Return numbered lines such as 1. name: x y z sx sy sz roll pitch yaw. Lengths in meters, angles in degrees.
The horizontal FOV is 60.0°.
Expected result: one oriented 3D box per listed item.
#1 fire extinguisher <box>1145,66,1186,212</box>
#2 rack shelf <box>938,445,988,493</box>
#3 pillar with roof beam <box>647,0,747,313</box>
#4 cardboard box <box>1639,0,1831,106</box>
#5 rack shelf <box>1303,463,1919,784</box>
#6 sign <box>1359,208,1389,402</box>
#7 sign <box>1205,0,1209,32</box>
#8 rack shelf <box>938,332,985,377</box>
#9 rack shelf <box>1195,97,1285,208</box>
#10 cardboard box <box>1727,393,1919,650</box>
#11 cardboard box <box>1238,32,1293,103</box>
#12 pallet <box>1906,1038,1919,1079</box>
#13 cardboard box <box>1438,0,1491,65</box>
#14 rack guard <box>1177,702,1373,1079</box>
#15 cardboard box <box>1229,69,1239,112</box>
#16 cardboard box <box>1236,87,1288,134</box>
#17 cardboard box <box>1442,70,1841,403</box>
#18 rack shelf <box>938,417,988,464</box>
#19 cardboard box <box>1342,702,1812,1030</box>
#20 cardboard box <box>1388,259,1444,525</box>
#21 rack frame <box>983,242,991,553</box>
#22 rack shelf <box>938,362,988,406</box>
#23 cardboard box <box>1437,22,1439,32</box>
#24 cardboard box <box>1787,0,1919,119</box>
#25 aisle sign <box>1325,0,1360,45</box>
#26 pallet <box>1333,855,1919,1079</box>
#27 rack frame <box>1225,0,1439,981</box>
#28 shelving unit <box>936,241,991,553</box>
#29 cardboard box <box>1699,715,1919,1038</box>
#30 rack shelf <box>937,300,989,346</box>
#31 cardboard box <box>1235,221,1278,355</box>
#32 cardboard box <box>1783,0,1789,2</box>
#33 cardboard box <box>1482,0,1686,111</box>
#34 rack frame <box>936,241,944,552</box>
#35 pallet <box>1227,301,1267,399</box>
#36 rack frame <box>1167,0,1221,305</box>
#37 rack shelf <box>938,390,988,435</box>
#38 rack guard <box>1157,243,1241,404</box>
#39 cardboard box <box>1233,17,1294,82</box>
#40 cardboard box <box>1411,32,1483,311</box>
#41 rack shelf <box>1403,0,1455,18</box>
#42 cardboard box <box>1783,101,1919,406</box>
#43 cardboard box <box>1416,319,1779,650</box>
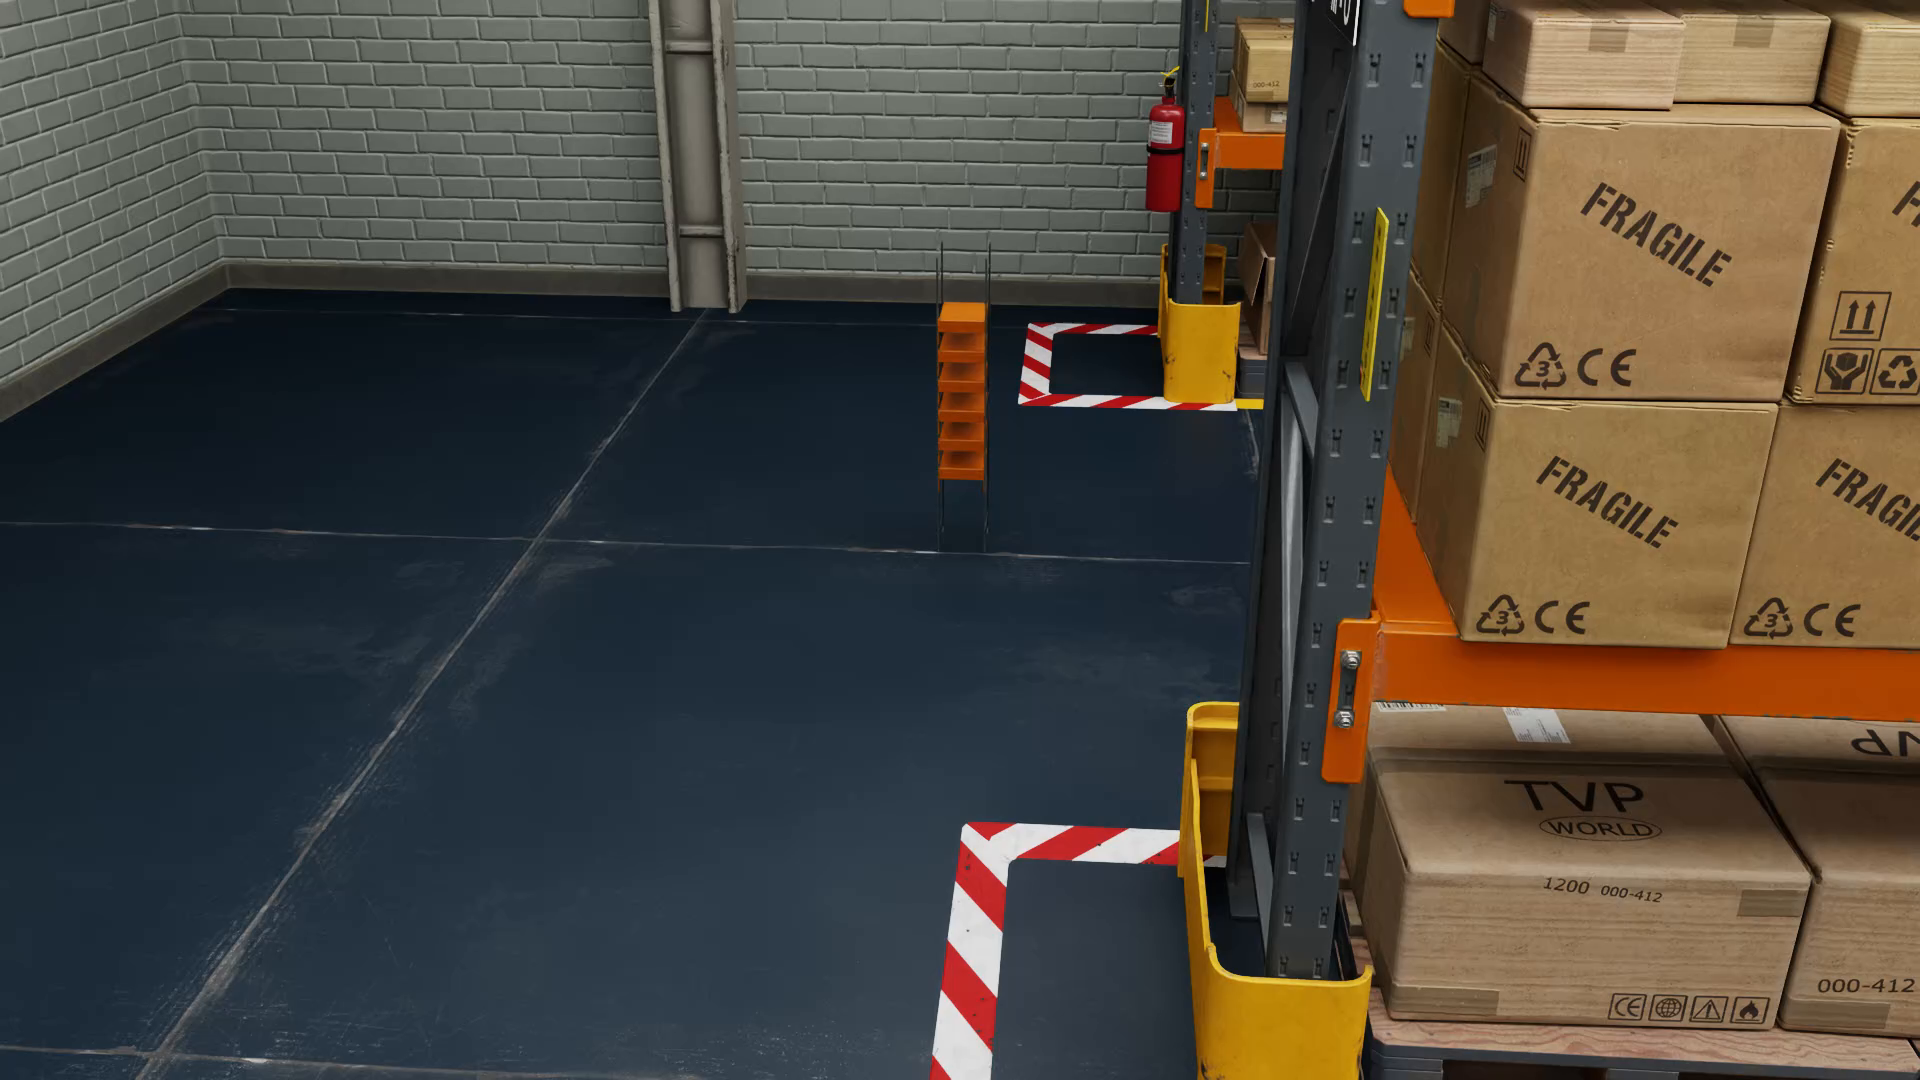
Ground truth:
1. fire extinguisher: 0.970 -1.891 7.809 0.183 0.674 0.296 2 25 4
2. rack shelf: 0.014 -0.286 6.617 0.180 0.103 0.258 2 25 4
3. pillar with roof beam: -1.797 -3.676 3.974 0.400 9.000 9.100 2 25 4
4. cardboard box: 1.375 -0.903 3.033 0.250 0.149 0.380 2 25 5
5. rack shelf: 2.770 0.177 3.639 4.000 0.370 1.077 2 25 4
6. sign: 0.727 -0.412 2.927 0.005 0.325 0.100 2 25 4
7. sign: 1.111 -2.450 7.451 0.005 0.325 0.100 2 25 4
8. rack shelf: 0.014 -0.722 6.416 0.180 0.103 0.258 2 25 4
9. rack shelf: 3.146 -1.892 8.135 4.000 0.370 1.077 2 25 4
10. cardboard box: 1.739 -0.120 3.303 0.500 0.500 0.500 1 25 3
11. cardboard box: 1.584 -2.223 7.817 0.500 0.250 0.500 2 25 4
12. pallet: 2.792 1.086 4.138 1.213 0.211 1.003 2 25 4
13. cardboard box: 1.149 -1.081 3.418 0.250 0.149 0.380 2 25 5
14. rack guard: 0.752 0.920 4.151 0.348 0.500 1.175 2 25 4
15. cardboard box: 1.503 -2.270 8.396 0.250 0.149 0.380 2 25 3
16. cardboard box: 1.459 -2.044 7.905 0.250 0.149 0.380 2 25 4
17. cardboard box: 1.233 -0.580 3.106 0.500 0.500 0.500 1 25 3
18. rack shelf: 0.014 -0.395 6.567 0.180 0.103 0.258 2 25 4
19. cardboard box: 1.442 0.738 4.120 0.875 0.438 0.875 1 25 2
20. cardboard box: 1.277 -0.355 3.813 0.500 0.500 0.500 2 25 4
21. rack frame: 0.106 -0.542 6.492 0.006 1.200 0.240 2 25 4
22. rack shelf: 0.014 -0.613 6.467 0.180 0.103 0.258 2 25 4
23. cardboard box: 2.145 -2.429 8.264 0.500 0.250 0.500 2 25 4
24. cardboard box: 1.626 -0.847 2.911 0.250 0.149 0.380 3 25 6
25. aisle sign: 0.682 -1.277 2.826 0.004 0.787 0.394 2 25 4
26. pallet: 1.579 1.046 4.225 1.213 0.211 1.003 2 25 4
27. rack frame: 0.776 -0.214 3.627 0.127 3.000 1.000 2 25 4
28. shelving unit: 0.014 -0.545 6.498 0.189 1.200 0.258 2 25 4
29. cardboard box: 2.355 0.764 4.064 0.875 0.438 0.875 2 25 5
30. rack shelf: 0.014 -0.831 6.366 0.180 0.103 0.258 2 25 4
31. cardboard box: 1.755 -1.281 8.429 0.637 0.503 0.797 1 25 2
32. cardboard box: 1.668 -1.109 3.481 0.250 0.149 0.380 2 25 3
33. cardboard box: 1.109 -0.882 2.986 0.250 0.149 0.380 2 25 5
34. rack frame: -0.077 -0.548 6.505 0.006 1.200 0.240 2 25 4
35. pallet: 2.023 -0.989 8.647 1.213 0.211 1.003 2 25 4
36. rack frame: 1.152 -2.283 8.123 0.127 3.000 1.000 2 25 4
37. rack shelf: 0.014 -0.504 6.517 0.180 0.103 0.258 2 25 4
38. rack guard: 1.228 -1.145 8.641 0.348 0.500 1.175 2 25 4
39. cardboard box: 1.631 -2.446 8.301 0.500 0.250 0.500 3 25 6
40. cardboard box: 1.275 -0.798 3.579 0.500 0.500 0.500 3 25 6
41. rack shelf: 2.770 -1.186 3.012 4.000 0.370 1.077 2 25 4
42. cardboard box: 1.748 -0.566 3.076 0.500 0.500 0.500 1 25 3
43. cardboard box: 1.233 -0.125 3.313 0.500 0.500 0.500 2 25 4
